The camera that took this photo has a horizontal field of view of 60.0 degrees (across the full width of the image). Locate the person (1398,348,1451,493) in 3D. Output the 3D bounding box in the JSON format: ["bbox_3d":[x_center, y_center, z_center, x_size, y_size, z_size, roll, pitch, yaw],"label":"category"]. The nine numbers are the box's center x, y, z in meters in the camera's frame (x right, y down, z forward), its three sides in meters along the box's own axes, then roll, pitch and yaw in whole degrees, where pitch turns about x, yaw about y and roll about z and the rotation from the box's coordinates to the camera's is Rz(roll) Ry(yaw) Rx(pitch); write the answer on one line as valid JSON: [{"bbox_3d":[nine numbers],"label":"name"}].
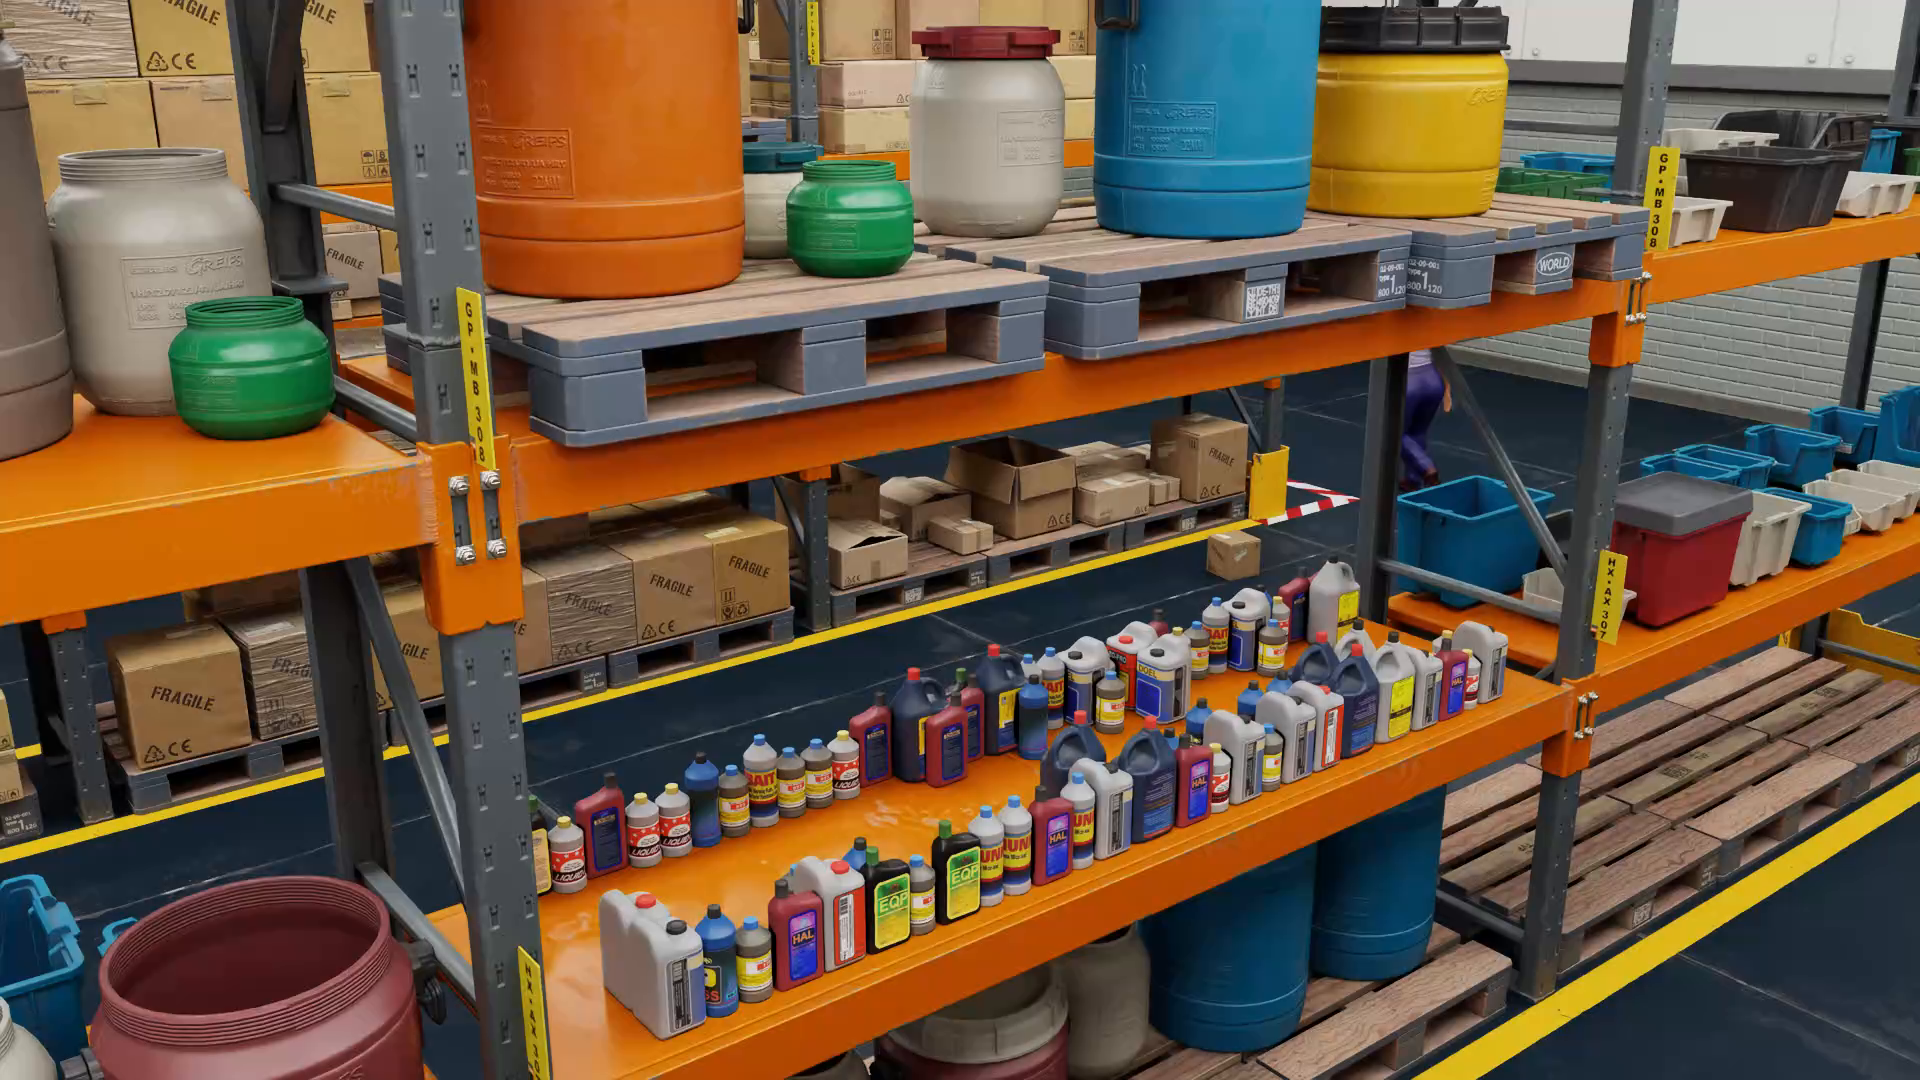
[{"bbox_3d":[3.431,-1.096,12.503,0.544,1.595,0.695,-4,18,-12],"label":"person"}]
